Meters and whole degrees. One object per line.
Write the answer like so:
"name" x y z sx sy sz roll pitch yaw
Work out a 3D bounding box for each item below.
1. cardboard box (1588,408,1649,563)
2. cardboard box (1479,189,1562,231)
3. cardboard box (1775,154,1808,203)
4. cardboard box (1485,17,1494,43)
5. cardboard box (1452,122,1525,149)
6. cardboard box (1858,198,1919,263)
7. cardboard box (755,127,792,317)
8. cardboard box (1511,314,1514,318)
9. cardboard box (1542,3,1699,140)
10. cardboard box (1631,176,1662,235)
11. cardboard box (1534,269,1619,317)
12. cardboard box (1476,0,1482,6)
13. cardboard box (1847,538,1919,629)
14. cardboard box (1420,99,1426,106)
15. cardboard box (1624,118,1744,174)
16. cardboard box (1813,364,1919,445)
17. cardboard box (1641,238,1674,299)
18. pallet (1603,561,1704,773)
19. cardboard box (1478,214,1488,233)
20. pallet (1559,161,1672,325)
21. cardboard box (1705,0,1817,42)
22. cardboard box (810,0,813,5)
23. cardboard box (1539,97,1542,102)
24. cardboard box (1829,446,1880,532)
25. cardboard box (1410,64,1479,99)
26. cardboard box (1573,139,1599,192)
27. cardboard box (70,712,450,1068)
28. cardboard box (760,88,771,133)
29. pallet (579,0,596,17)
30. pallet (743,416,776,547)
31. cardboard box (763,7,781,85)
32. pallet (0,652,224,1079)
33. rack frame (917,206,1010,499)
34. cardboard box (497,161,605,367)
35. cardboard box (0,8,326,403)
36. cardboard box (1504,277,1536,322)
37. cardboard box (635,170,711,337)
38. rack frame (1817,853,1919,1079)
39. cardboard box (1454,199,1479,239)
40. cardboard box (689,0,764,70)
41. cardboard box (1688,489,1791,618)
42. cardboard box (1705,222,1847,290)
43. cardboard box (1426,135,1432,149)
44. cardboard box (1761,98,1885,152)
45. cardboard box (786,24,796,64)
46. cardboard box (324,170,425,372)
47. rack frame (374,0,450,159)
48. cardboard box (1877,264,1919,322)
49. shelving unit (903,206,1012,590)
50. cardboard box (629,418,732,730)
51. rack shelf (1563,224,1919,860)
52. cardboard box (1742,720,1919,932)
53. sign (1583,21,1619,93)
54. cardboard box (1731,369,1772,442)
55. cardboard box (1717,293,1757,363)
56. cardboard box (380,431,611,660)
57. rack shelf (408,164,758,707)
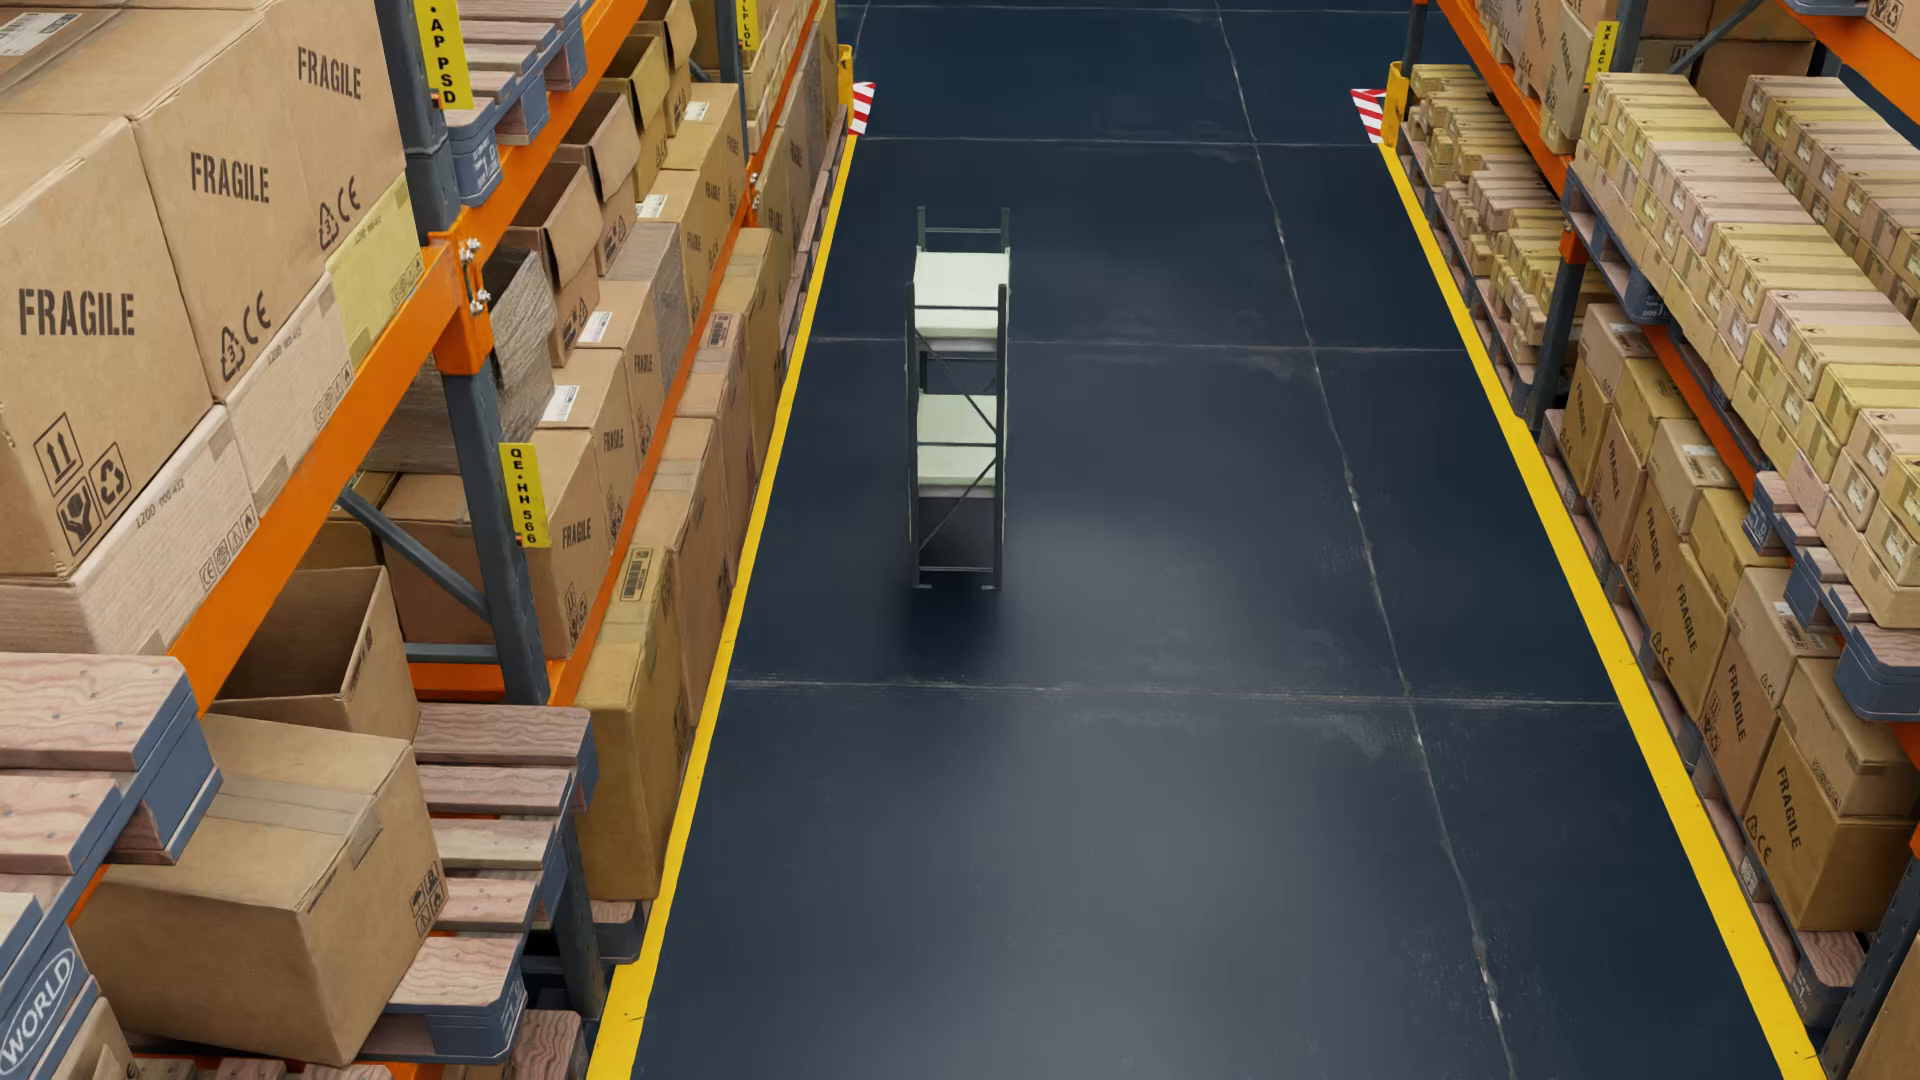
"cardboard box" 3.112 -0.232 7.281 0.500 0.500 0.500 3 35 4
"cardboard box" 3.161 -1.861 9.386 0.380 0.149 0.250 0 35 0
"cardboard box" 3.585 -1.469 6.827 0.380 0.149 0.250 3 35 4
"cardboard box" 3.235 -2.925 9.522 0.380 0.149 0.250 3 35 4
"cardboard box" 3.250 -2.453 10.228 0.380 0.149 0.250 3 35 4
"cardboard box" 3.552 -1.134 6.091 0.380 0.149 0.250 0 35 0
"cardboard box" -1.419 -1.658 8.983 0.875 0.875 0.875 1 35 2
"cardboard box" 3.196 -1.192 8.951 0.380 0.149 0.250 2 35 3
"cardboard box" 3.164 -2.253 8.001 0.500 0.500 0.500 1 35 2
"cardboard box" 2.923 -1.334 6.634 0.380 0.149 0.250 0 35 0
"cardboard box" 3.181 -1.265 8.538 0.380 0.149 0.250 2 35 3
"cardboard box" 3.265 -3.426 9.670 0.500 0.500 0.500 2 35 3
"cardboard box" 2.826 0.129 4.811 0.380 0.149 0.250 2 35 3
"cardboard box" 3.309 -2.936 11.174 0.380 0.149 0.250 3 35 4
"cardboard box" 2.933 -1.595 6.747 0.380 0.149 0.250 2 35 2
"cardboard box" 2.850 -0.407 5.056 0.380 0.149 0.250 2 35 3
"cardboard box" 2.911 -1.066 6.511 0.380 0.149 0.250 0 35 0
"pallet" 3.350 0.485 6.876 1.003 0.211 1.213 1 35 2
"cardboard box" 3.243 -1.873 9.662 0.380 0.149 0.250 0 35 0
"pallet" 3.250 -1.292 7.146 1.003 0.211 1.213 1 35 2
"cardboard box" 3.688 -2.631 7.670 0.500 0.500 0.500 2 35 3
"cardboard box" -1.090 -3.375 10.162 0.380 0.149 0.250 1 35 1
"cardboard box" 3.255 -2.322 8.663 0.380 0.149 0.250 0 35 1
"cardboard box" 2.840 -0.146 4.944 0.380 0.149 0.250 3 35 4
"cardboard box" 3.227 -3.060 11.091 0.380 0.149 0.250 0 35 0
"cardboard box" 2.951 -1.659 7.355 0.380 0.149 0.250 0 35 0
"cardboard box" -1.590 0.741 3.634 0.700 0.500 0.500 6 36 9
"cardboard box" -1.171 -2.189 8.474 0.380 0.149 0.250 0 35 0
"pallet" -1.671 -1.844 5.321 1.003 0.211 1.213 3 35 4
"pallet" -1.481 -0.392 8.125 1.003 0.211 1.213 1 35 2
"cardboard box" -1.220 -2.588 8.696 0.500 0.250 0.500 1 35 2
"pallet" -1.677 0.519 1.957 1.213 0.211 1.003 1 35 2
"rack frame" 0.014 -0.820 7.613 0.400 1.500 0.023 1 35 2
"cardboard box" -1.612 -0.926 5.499 0.797 0.503 0.637 2 35 3
"cardboard box" -1.465 -0.578 2.834 0.500 0.500 0.500 1 35 2
"cardboard box" 3.120 -1.277 8.814 0.380 0.149 0.250 0 35 0
"cardboard box" -1.312 -1.160 6.705 0.500 0.500 0.500 1 35 1
"rack frame" 3.266 0.492 4.441 1.000 3.000 0.127 1 35 2
"cardboard box" 3.197 -1.927 9.997 0.380 0.149 0.250 1 35 2
"cardboard box" -1.251 -2.615 8.081 0.500 0.500 0.500 1 35 2
"cardboard box" 3.077 0.055 6.219 0.500 0.250 0.500 2 35 3
"cardboard box" 2.893 -1.005 5.907 0.380 0.149 0.250 2 35 3
"cardboard box" 3.317 -2.663 11.045 0.380 0.149 0.250 1 35 2
"cardboard box" 3.595 -1.729 6.937 0.380 0.149 0.250 0 35 0
"cardboard box" -1.130 -2.783 9.319 0.380 0.149 0.250 2 35 2
"cardboard box" -1.460 -0.567 3.470 0.500 0.250 0.500 1 35 2
"rack frame" -1.686 -2.135 2.961 1.000 3.000 0.127 1 35 2
"cardboard box" 3.543 -0.867 5.969 0.380 0.149 0.250 3 35 4
"shelving unit" 0.000 -0.610 7.313 0.431 1.500 0.755 1 35 2
"cardboard box" -1.594 0.109 6.468 1.225 0.875 0.875 1 35 2
"rack shelf" 3.346 -0.362 6.283 1.077 0.370 4.000 1 35 2
"cardboard box" 3.031 0.959 5.585 0.500 0.500 0.500 1 35 2
"sign" 2.884 -2.168 7.473 0.100 0.325 0.005 1 35 2
"cardboard box" 2.871 -0.459 5.647 0.380 0.149 0.250 0 35 0
"cardboard box" 2.880 -0.734 5.780 0.380 0.149 0.250 2 35 3
"cardboard box" -1.395 0.006 5.046 0.500 0.500 0.500 2 35 3
"rack shelf" -1.606 -0.535 6.528 1.077 0.370 4.000 1 35 2
